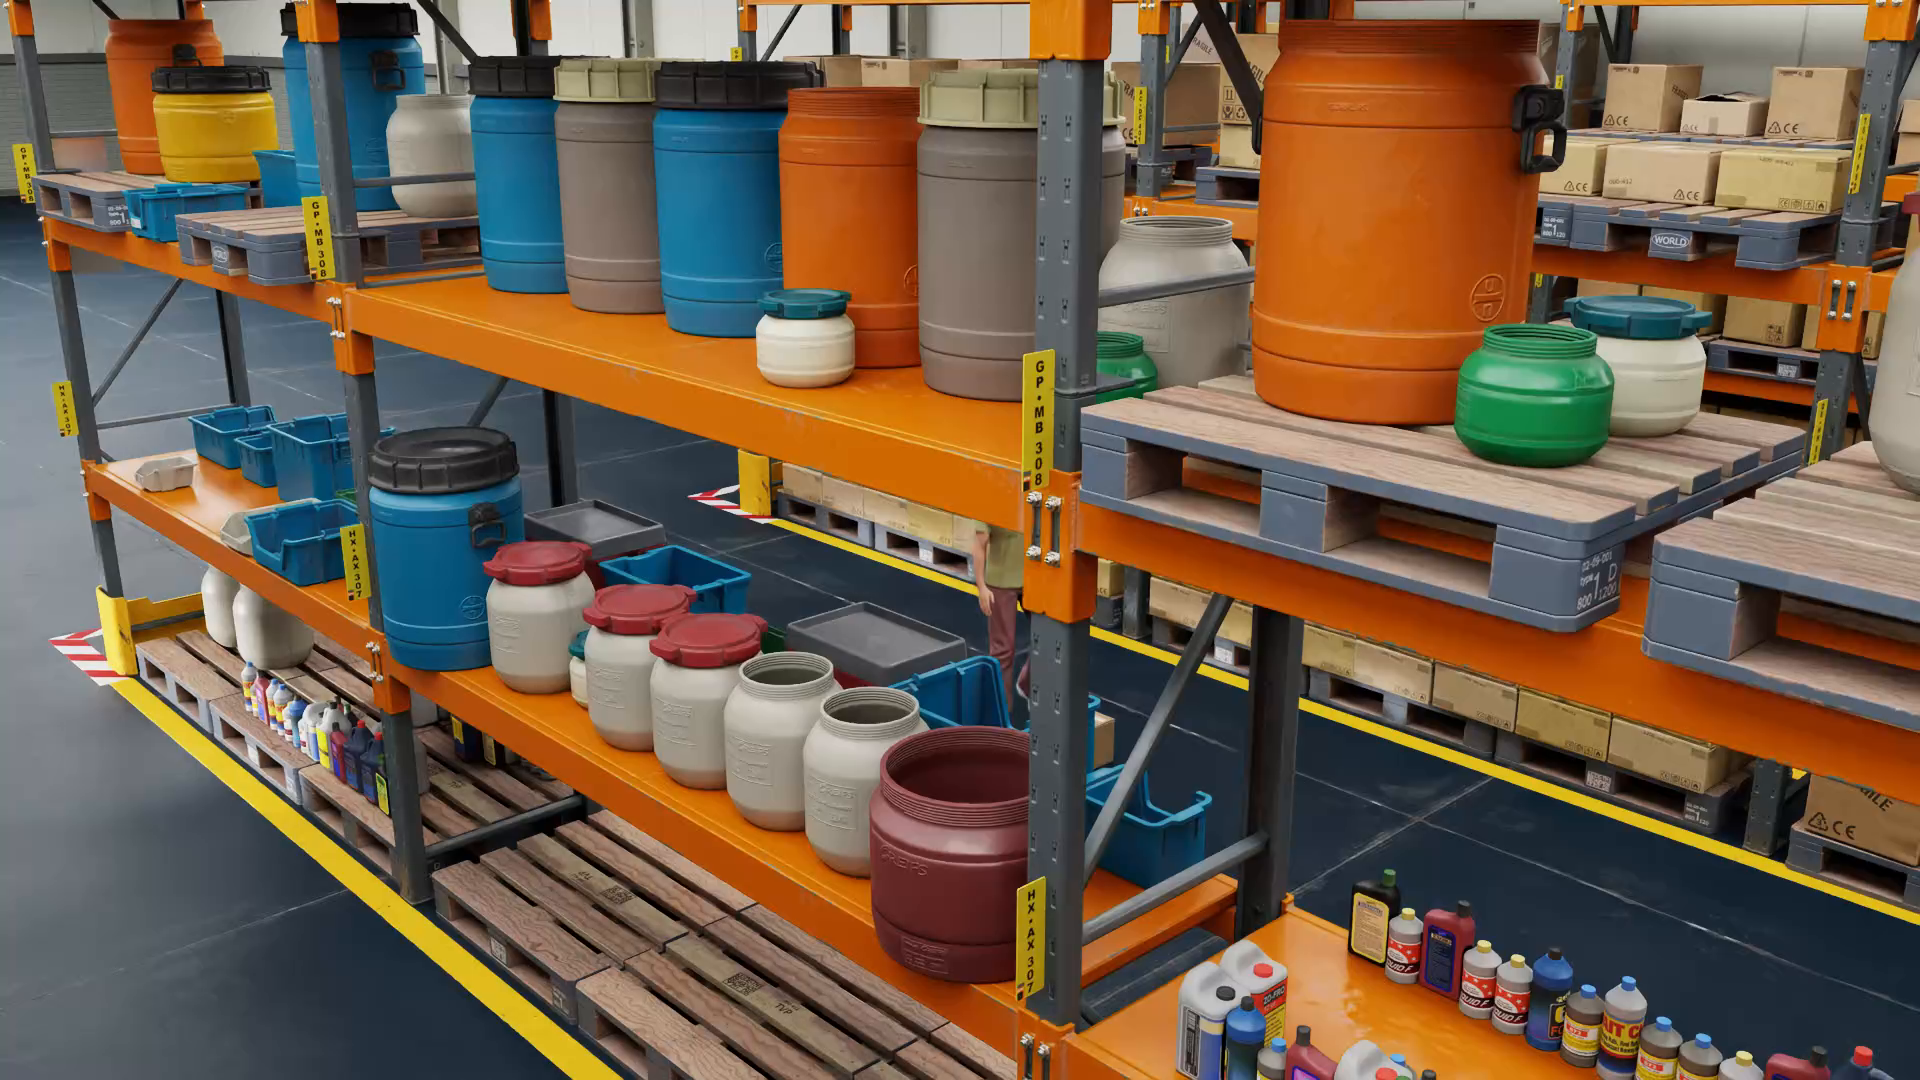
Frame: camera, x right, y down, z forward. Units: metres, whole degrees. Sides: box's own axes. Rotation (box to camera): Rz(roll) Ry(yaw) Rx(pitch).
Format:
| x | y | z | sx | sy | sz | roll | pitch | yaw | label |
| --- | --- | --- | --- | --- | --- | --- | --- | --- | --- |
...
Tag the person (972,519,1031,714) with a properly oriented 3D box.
| x | y | z | sx | sy | sz | roll | pitch | yaw | label |
| --- | --- | --- | --- | --- | --- | --- | --- | --- | --- |
| 0.303 | 0.254 | 9.174 | 0.509 | 1.686 | 0.404 | -6 | 18 | -19 | person |
